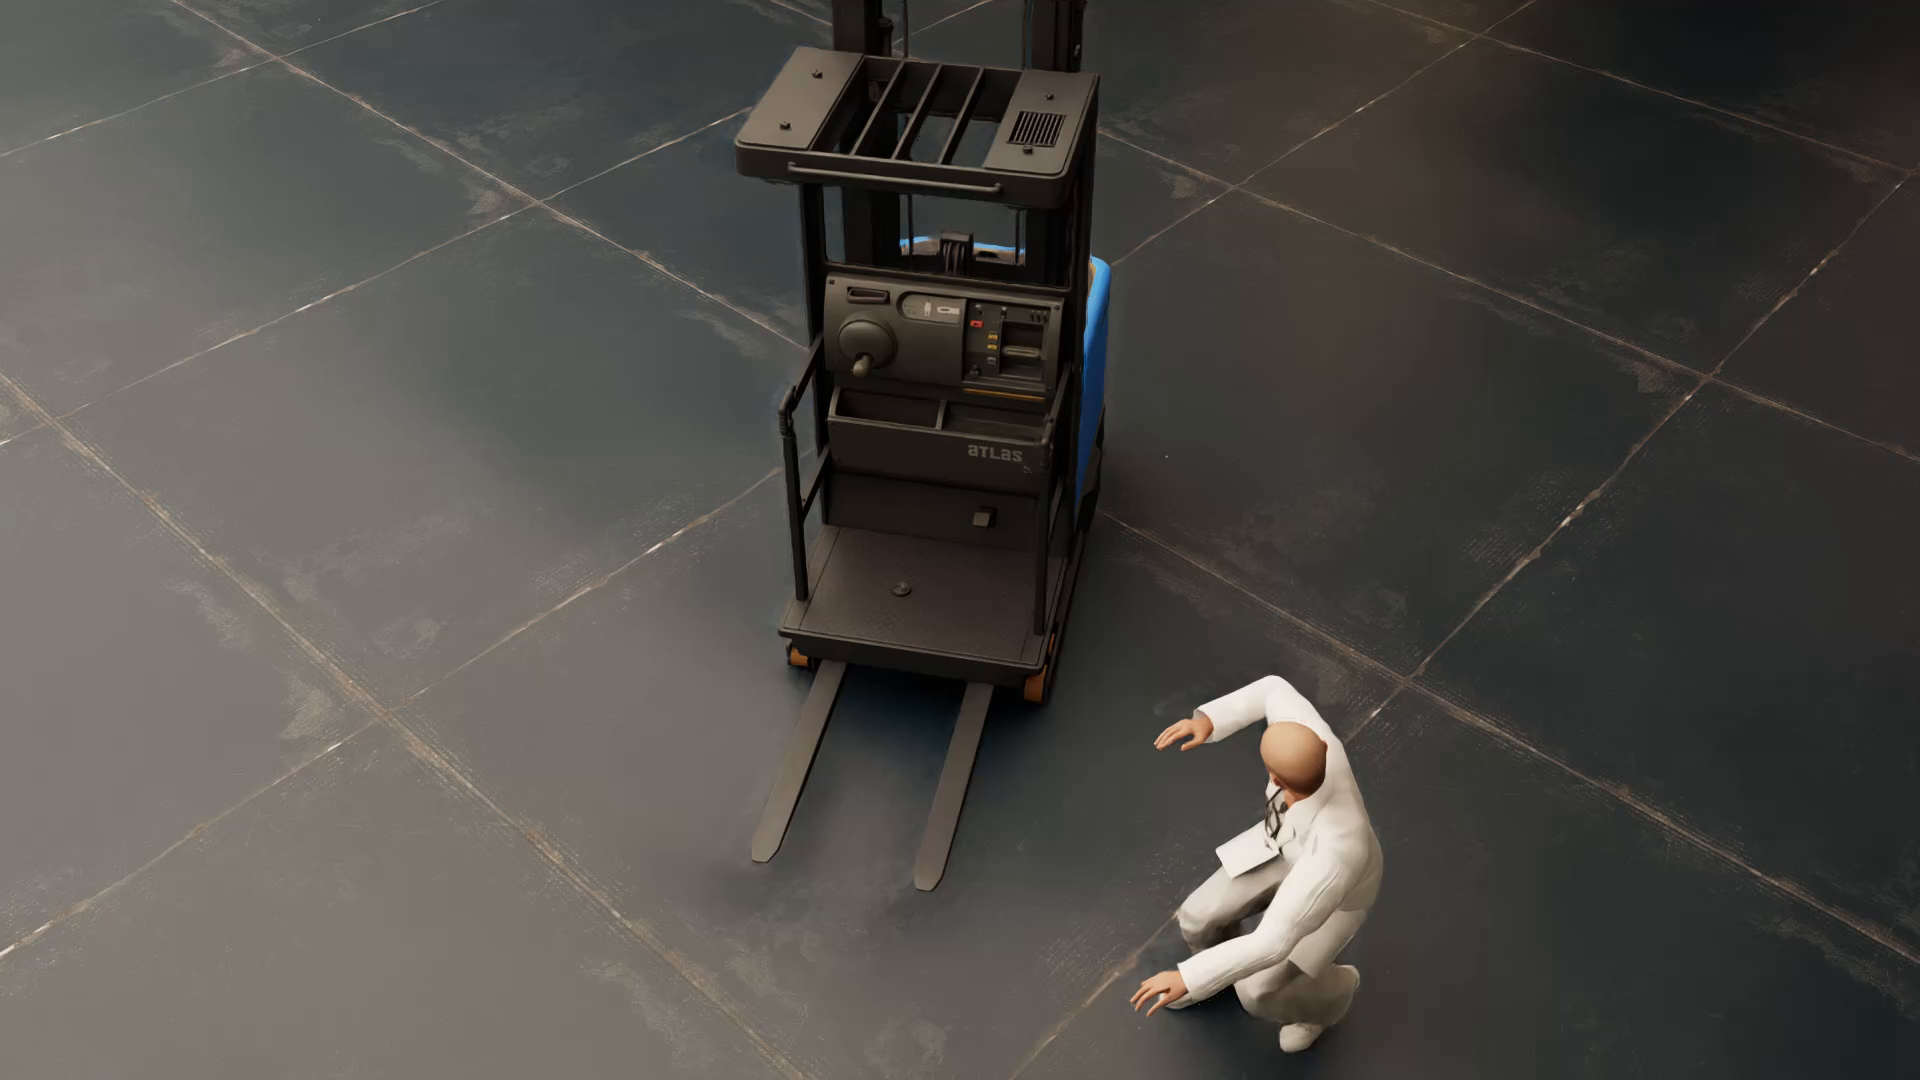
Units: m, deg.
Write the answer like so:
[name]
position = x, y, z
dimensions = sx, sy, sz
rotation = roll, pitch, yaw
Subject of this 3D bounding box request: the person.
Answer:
[person]
position = 0.871, 1.101, 5.266
dimensions = 0.986, 1.514, 0.847
rotation = -14, 43, -16

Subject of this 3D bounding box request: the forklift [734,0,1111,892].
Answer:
[forklift]
position = -0.112, -0.708, 6.253
dimensions = 1.130, 2.935, 3.031
rotation = 8, 41, 9
